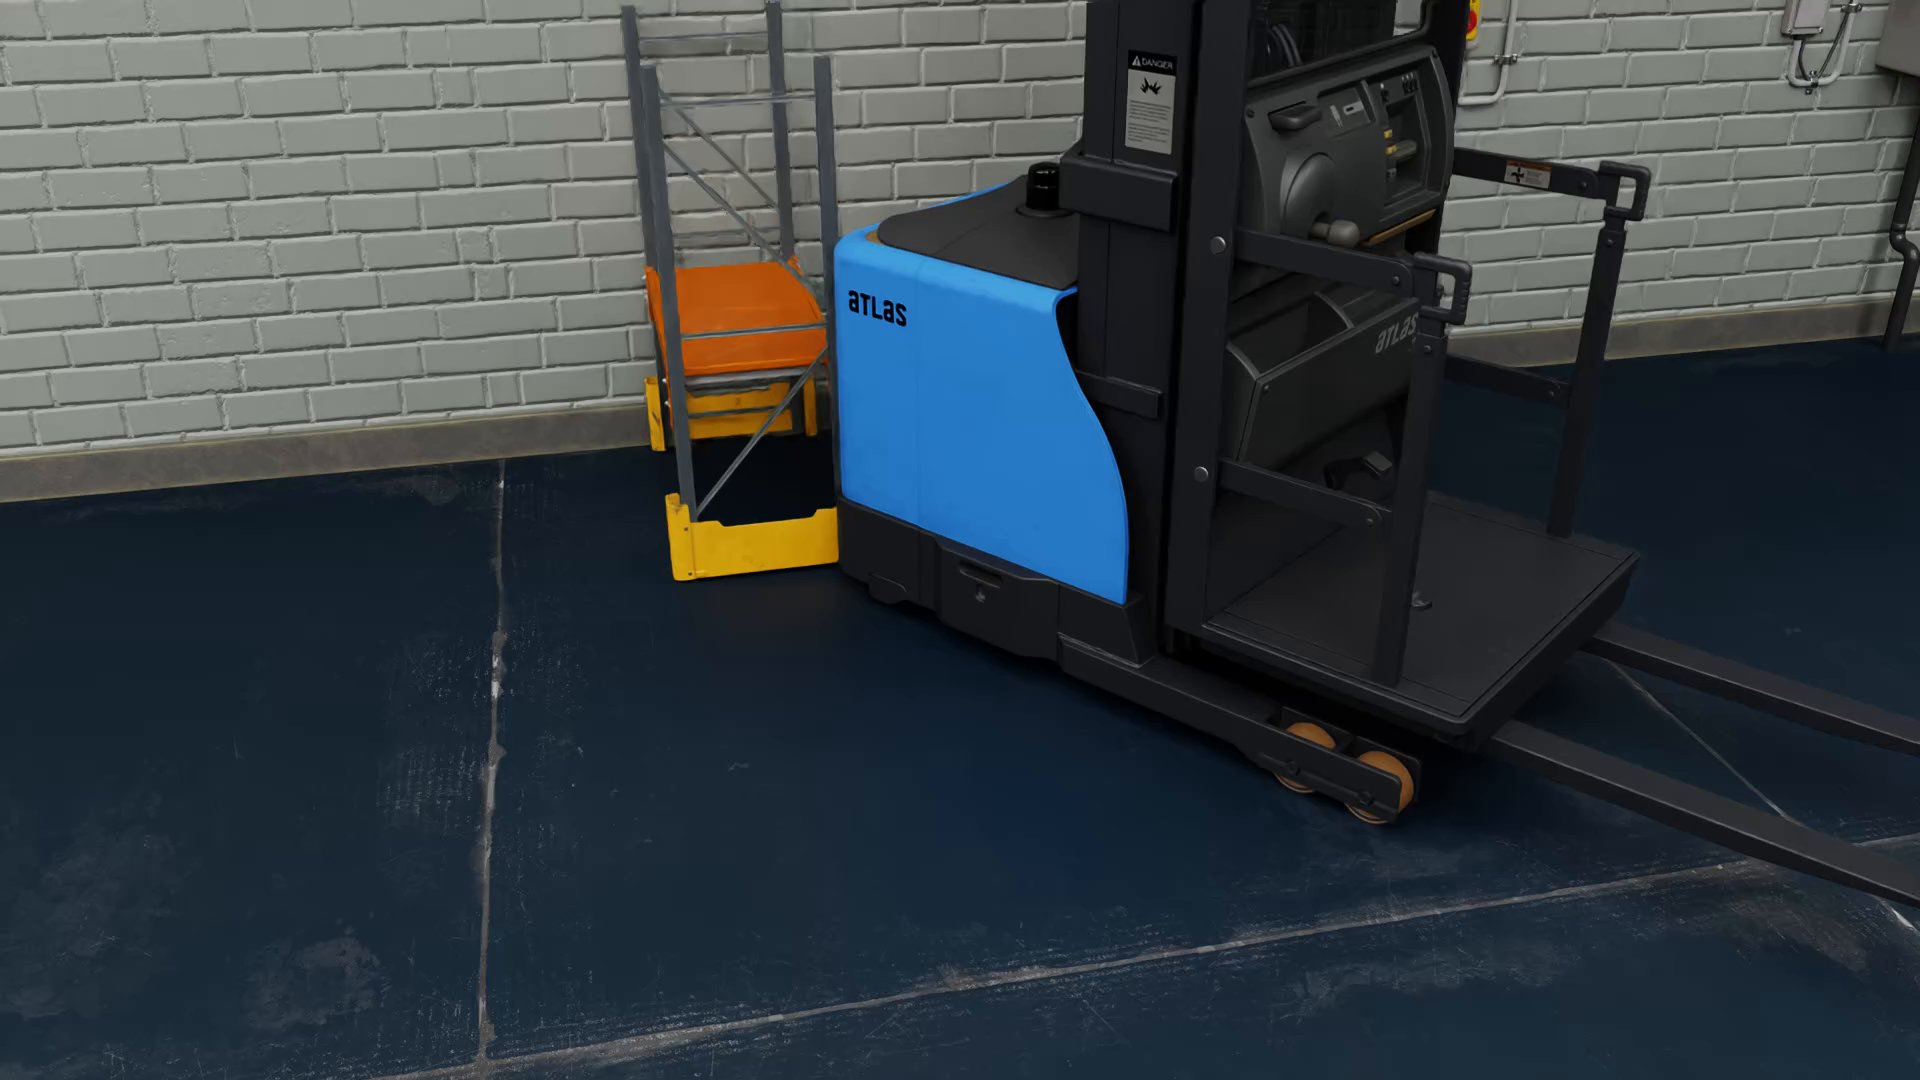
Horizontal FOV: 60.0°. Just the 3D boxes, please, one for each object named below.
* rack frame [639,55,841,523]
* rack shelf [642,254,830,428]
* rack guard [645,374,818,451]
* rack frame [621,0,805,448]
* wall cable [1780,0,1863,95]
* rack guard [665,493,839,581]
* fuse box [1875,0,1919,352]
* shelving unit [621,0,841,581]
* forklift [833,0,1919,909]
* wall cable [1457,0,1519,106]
[{"bbox_3d":[-0.582,-0.588,4.711,0.500,1.500,0.032,-6,27,-11],"label":"rack frame"},{"bbox_3d":[-0.695,-0.649,5.235,0.538,0.185,1.000,-6,27,-11],"label":"rack shelf"},{"bbox_3d":[-0.804,-0.471,5.876,0.587,0.250,0.087,-6,27,-11],"label":"rack guard"},{"bbox_3d":[-0.811,-1.030,5.597,0.500,1.500,0.032,-6,27,-11],"label":"rack frame"},{"bbox_3d":[3.125,-2.560,5.866,0.588,1.984,0.122,-6,27,-12],"label":"wall cable"},{"bbox_3d":[-0.579,-0.038,5.008,0.587,0.250,0.087,-6,27,-11],"label":"rack guard"},{"bbox_3d":[3.825,-1.532,6.386,0.539,1.711,0.414,-6,27,-12],"label":"fuse box"},{"bbox_3d":[-0.699,-0.813,5.162,0.587,1.500,1.083,-6,27,-11],"label":"shelving unit"},{"bbox_3d":[1.090,-0.909,3.798,3.031,2.935,1.130,21,33,35],"label":"forklift"},{"bbox_3d":[1.746,-2.425,5.564,0.585,1.953,0.123,-6,27,-12],"label":"wall cable"}]
